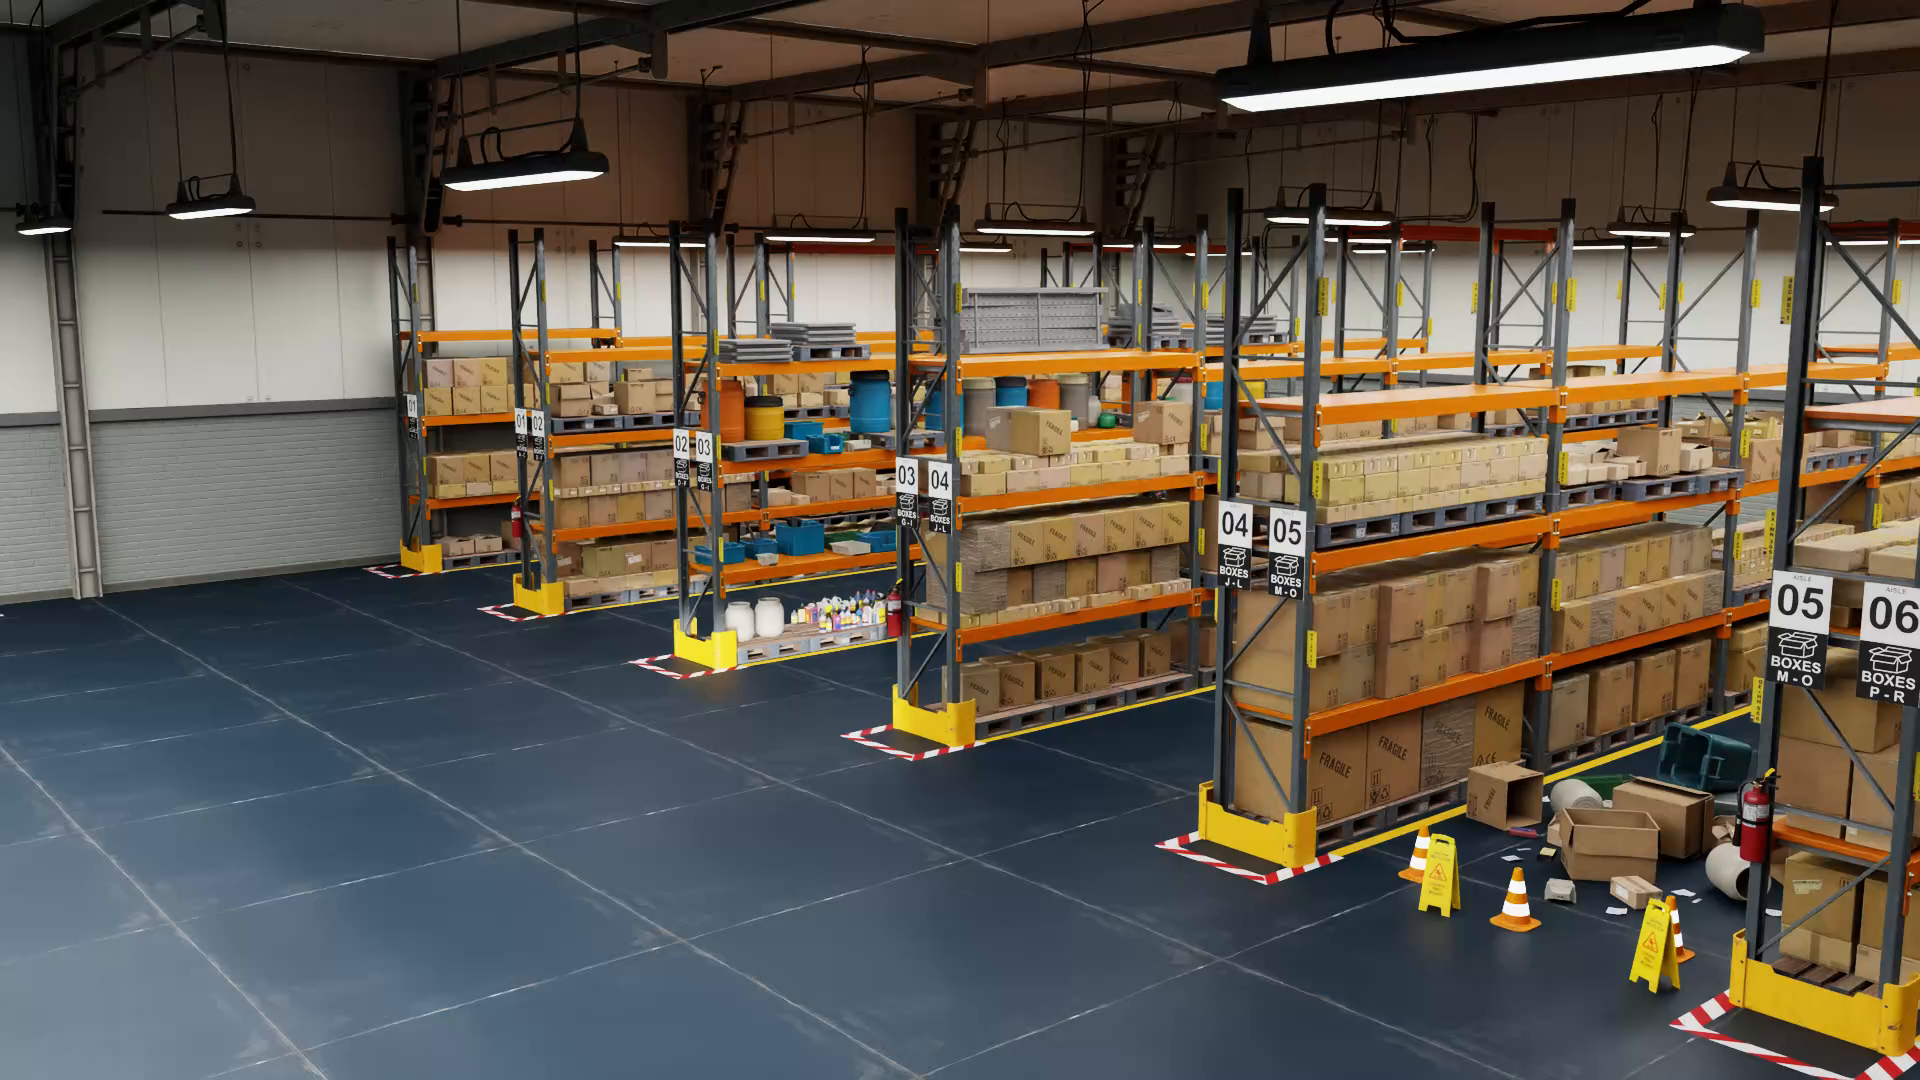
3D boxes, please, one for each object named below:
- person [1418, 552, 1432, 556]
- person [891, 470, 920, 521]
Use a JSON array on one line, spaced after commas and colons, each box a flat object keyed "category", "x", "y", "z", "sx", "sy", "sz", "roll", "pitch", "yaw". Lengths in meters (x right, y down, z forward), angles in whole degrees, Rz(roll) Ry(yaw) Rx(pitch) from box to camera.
[{"category": "person", "x": 6.070, "y": 1.002, "z": 21.635, "sx": 0.758, "sy": 1.721, "sz": 1.028, "roll": 8, "pitch": 12, "yaw": 41}, {"category": "person", "x": -1.154, "y": -1.009, "z": 34.914, "sx": 0.529, "sy": 1.630, "sz": 0.951, "roll": 8, "pitch": 12, "yaw": 43}]
